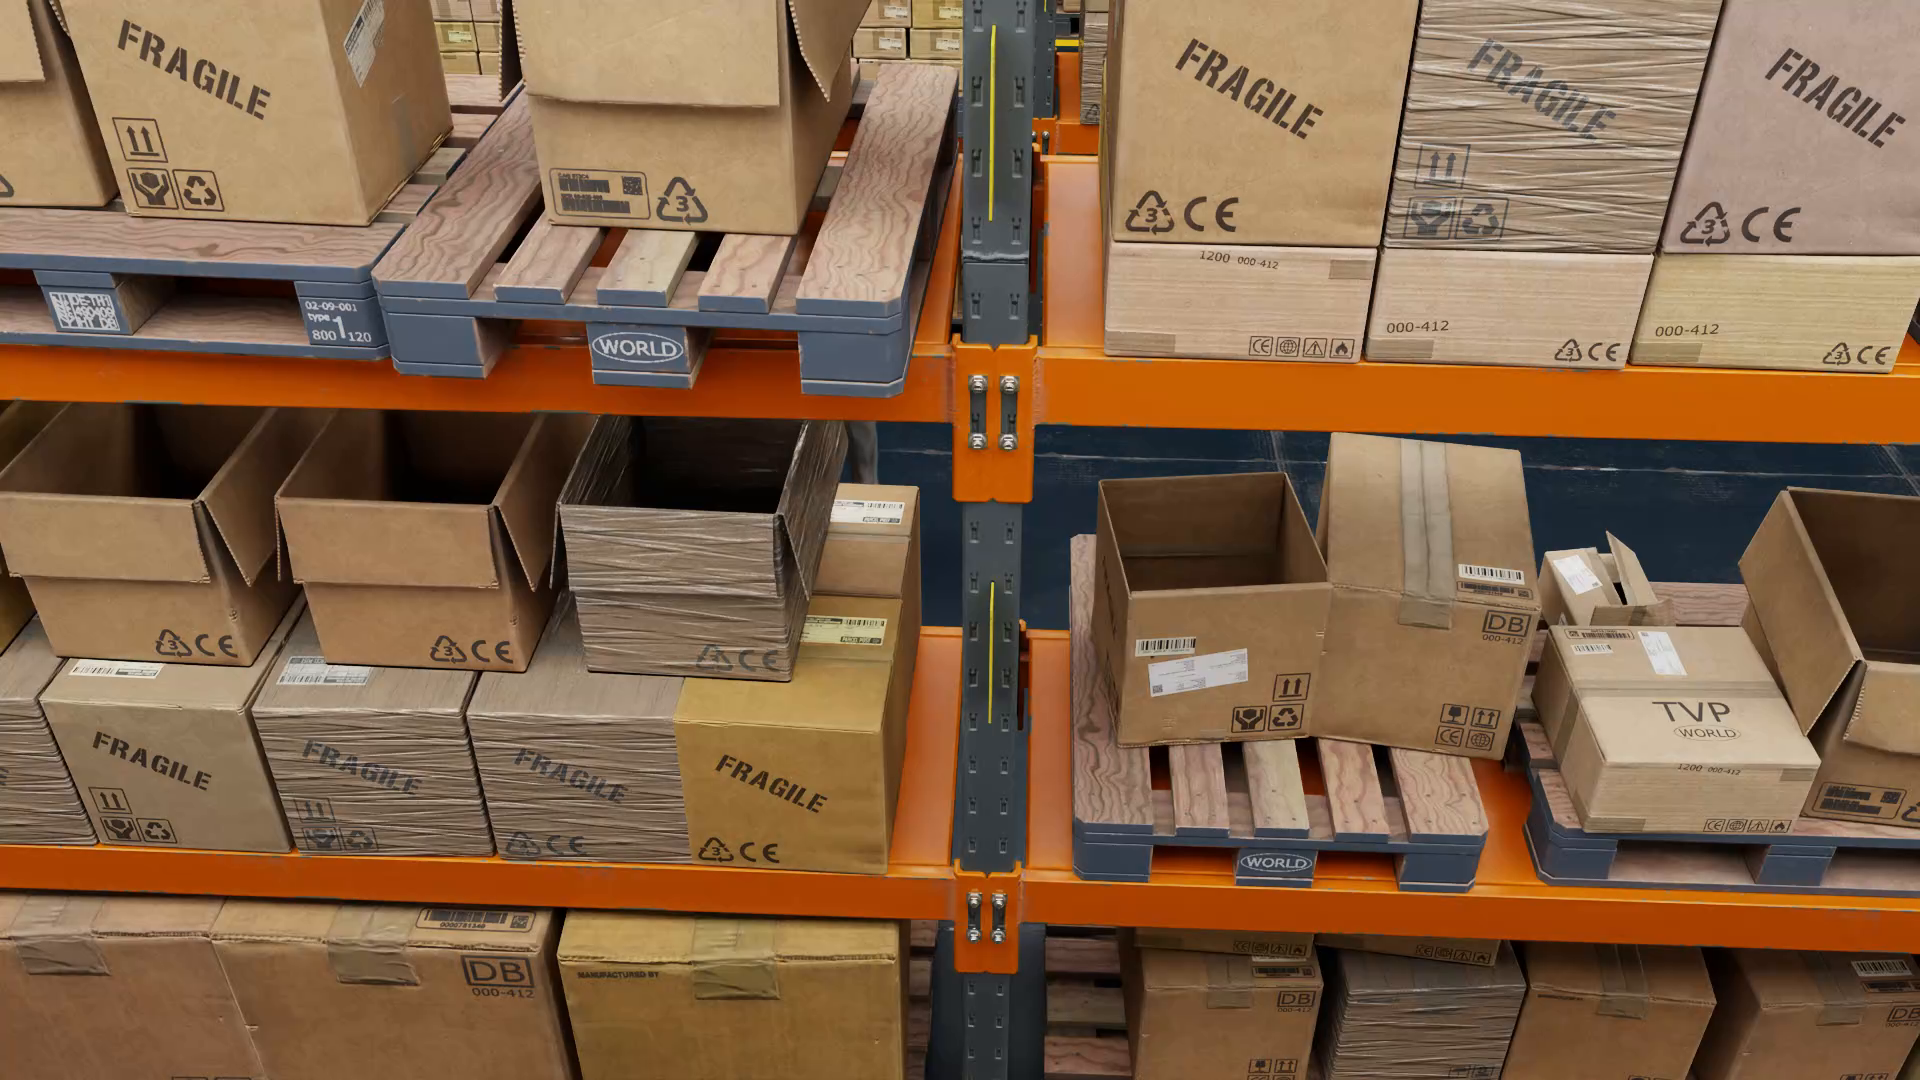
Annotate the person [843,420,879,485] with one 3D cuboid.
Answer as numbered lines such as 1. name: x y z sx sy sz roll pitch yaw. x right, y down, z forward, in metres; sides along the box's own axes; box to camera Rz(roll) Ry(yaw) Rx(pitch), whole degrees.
1. person: -0.530 -0.654 6.997 0.554 1.682 0.513 10 37 14
